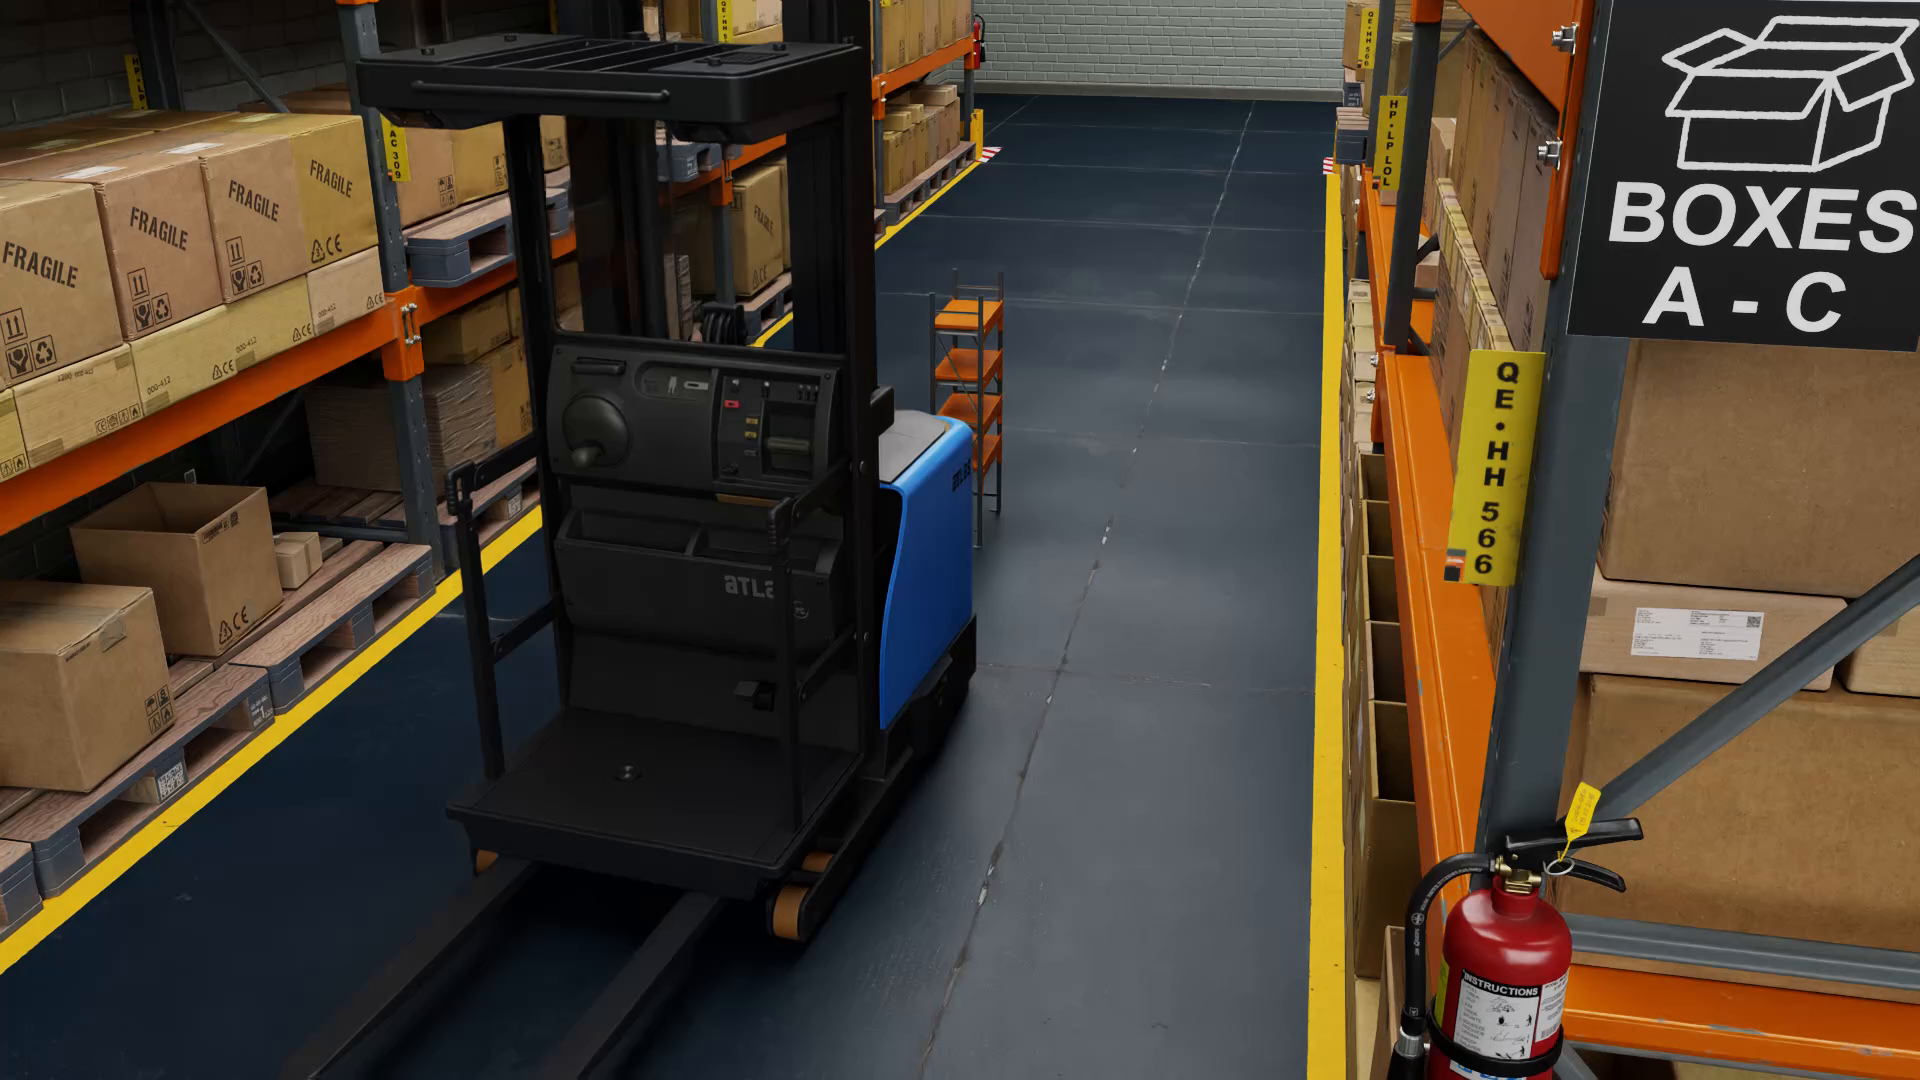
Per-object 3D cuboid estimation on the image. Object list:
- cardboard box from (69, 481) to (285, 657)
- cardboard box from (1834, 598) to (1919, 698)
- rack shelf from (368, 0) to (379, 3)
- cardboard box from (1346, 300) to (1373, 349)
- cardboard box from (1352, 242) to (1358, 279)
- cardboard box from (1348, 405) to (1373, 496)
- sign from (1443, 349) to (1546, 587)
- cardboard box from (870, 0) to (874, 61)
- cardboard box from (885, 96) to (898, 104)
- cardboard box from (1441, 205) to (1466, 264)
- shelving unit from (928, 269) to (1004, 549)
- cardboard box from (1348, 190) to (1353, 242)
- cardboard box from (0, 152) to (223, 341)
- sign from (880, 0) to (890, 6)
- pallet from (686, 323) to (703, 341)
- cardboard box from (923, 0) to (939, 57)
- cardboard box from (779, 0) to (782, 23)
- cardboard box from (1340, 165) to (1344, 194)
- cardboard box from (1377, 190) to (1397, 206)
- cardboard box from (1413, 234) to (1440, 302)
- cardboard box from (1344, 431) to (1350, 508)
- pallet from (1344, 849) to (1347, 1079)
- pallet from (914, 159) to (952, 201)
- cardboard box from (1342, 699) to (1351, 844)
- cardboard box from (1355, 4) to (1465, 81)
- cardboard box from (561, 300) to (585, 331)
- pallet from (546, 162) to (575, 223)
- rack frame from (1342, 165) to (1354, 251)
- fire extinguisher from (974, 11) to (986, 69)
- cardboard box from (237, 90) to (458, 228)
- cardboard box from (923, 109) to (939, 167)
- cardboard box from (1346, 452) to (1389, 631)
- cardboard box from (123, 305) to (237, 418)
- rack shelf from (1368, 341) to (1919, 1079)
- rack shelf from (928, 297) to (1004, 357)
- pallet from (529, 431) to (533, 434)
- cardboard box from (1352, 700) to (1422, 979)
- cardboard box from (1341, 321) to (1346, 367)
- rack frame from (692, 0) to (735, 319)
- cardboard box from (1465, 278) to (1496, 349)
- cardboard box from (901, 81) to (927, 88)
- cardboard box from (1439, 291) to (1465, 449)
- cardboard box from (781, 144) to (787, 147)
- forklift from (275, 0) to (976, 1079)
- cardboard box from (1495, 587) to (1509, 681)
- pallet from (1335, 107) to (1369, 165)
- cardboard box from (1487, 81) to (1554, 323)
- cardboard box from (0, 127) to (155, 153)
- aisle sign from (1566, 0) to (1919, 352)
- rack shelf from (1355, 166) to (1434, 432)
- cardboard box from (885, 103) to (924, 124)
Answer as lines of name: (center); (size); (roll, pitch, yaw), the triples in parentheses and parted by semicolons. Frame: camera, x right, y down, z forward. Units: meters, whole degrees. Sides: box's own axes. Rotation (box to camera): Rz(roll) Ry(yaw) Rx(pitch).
cardboard box: (-2.970, 0.101, 6.345); (0.500, 0.500, 0.500); (3, 22, 7)
cardboard box: (1.527, 0.128, 2.519); (0.380, 0.149, 0.250); (4, 22, 11)
rack shelf: (-2.389, -3.026, 8.300); (1.077, 0.370, 4.000); (4, 22, 11)
cardboard box: (2.376, -1.141, 9.040); (0.500, 0.311, 0.500); (4, 22, 10)
cardboard box: (2.830, -1.728, 10.887); (0.500, 0.500, 0.500); (5, 23, 13)
cardboard box: (1.955, -0.401, 7.202); (0.500, 0.311, 0.500); (5, 22, 12)
sign: (0.708, -0.091, 2.198); (0.100, 0.325, 0.005); (4, 22, 11)
cardboard box: (-1.013, -4.168, 13.630); (0.500, 0.500, 0.500); (4, 22, 10)
cardboard box: (-0.821, -4.296, 16.420); (0.380, 0.149, 0.250); (5, 22, 11)
cardboard box: (1.706, -0.938, 5.166); (0.380, 0.149, 0.250); (4, 22, 10)
shelving unit: (0.034, -0.617, 7.780); (0.258, 1.200, 0.503); (4, 22, 11)
cardboard box: (3.250, -2.477, 12.746); (0.500, 0.500, 0.500); (5, 22, 12)
cardboard box: (-2.801, -0.962, 5.397); (0.500, 0.500, 0.500); (4, 22, 9)
sign: (-0.632, -4.625, 13.879); (0.100, 0.325, 0.005); (4, 22, 11)
pallet: (-2.142, -1.121, 10.354); (1.003, 0.211, 1.213); (4, 22, 11)
cardboard box: (-0.745, -5.033, 15.933); (0.980, 0.700, 0.700); (3, 22, 8)
cardboard box: (-1.429, -3.768, 11.631); (0.500, 0.250, 0.500); (5, 22, 11)
cardboard box: (3.677, -3.248, 14.913); (0.500, 0.311, 0.500); (4, 22, 11)
cardboard box: (2.497, -1.970, 8.849); (0.500, 0.311, 0.500); (4, 22, 10)
cardboard box: (2.052, -1.134, 6.834); (0.396, 0.266, 0.258); (4, 22, 10)
cardboard box: (2.062, -0.326, 7.766); (0.500, 0.250, 0.500); (5, 22, 12)
pallet: (1.603, 1.168, 4.671); (1.003, 0.211, 1.213); (4, 22, 11)
pallet: (-0.687, -3.589, 16.483); (1.003, 0.211, 1.213); (4, 22, 11)
cardboard box: (1.447, 0.731, 5.141); (0.500, 0.250, 0.500); (4, 22, 11)
cardboard box: (3.291, -3.615, 12.119); (0.700, 0.500, 0.500); (8, 23, 19)
cardboard box: (-2.370, -1.114, 9.361); (0.700, 0.500, 0.500); (4, 22, 11)
pallet: (-2.345, -1.884, 8.773); (1.003, 0.211, 1.213); (4, 22, 11)
rack frame: (3.685, -3.787, 13.241); (1.000, 3.000, 0.127); (4, 22, 11)
fire extinguisher: (0.134, -5.437, 17.941); (0.296, 0.674, 0.183); (4, 22, 11)
cardboard box: (-2.660, -1.671, 7.265); (0.700, 0.500, 0.500); (5, 22, 11)
cardboard box: (-0.598, -4.030, 16.630); (0.700, 0.500, 0.500); (4, 22, 9)
cardboard box: (1.652, 0.018, 5.909); (0.500, 0.500, 0.500); (4, 22, 11)
cardboard box: (-2.795, -0.614, 5.536); (0.500, 0.250, 0.500); (4, 22, 11)
rack shelf: (1.645, 0.204, 4.294); (1.077, 0.370, 4.000); (4, 22, 11)
rack shelf: (0.034, -0.982, 7.633); (0.258, 0.148, 0.480); (4, 22, 11)
pallet: (-2.393, -0.676, 9.250); (1.003, 0.211, 1.213); (4, 22, 11)
cardboard box: (1.244, 0.749, 4.093); (0.500, 0.500, 0.500); (4, 22, 11)
cardboard box: (2.475, -1.074, 9.623); (0.500, 0.250, 0.500); (4, 22, 11)
rack frame: (-1.981, -2.700, 10.543); (1.000, 3.000, 0.127); (4, 22, 11)
cardboard box: (1.496, -0.558, 4.221); (0.380, 0.149, 0.250); (4, 22, 10)
cardboard box: (-0.564, -4.759, 17.571); (0.380, 0.149, 0.250); (5, 22, 11)
cardboard box: (1.867, -0.551, 5.073); (0.700, 0.500, 0.500); (4, 22, 10)
cardboard box: (-1.349, -2.788, 13.075); (0.750, 0.750, 0.750); (5, 23, 13)
forklift: (-0.874, -0.343, 4.782); (1.130, 2.935, 3.031); (7, 23, 16)
cardboard box: (1.447, 0.193, 3.224); (0.700, 0.500, 0.500); (5, 22, 12)
pallet: (2.939, -2.488, 10.273); (1.213, 0.211, 1.003); (4, 22, 11)
cardboard box: (1.661, -0.796, 3.944); (0.700, 0.500, 0.500); (4, 22, 11)
cardboard box: (-3.207, -1.180, 5.938); (0.500, 0.500, 0.500); (4, 22, 11)
aisle sign: (0.936, -0.602, 1.854); (0.394, 0.787, 0.004); (4, 22, 11)
rack shelf: (2.461, -1.259, 7.926); (1.077, 0.370, 4.000); (4, 22, 11)
cardboard box: (-0.557, -4.067, 15.852); (0.380, 0.149, 0.250); (4, 22, 9)
